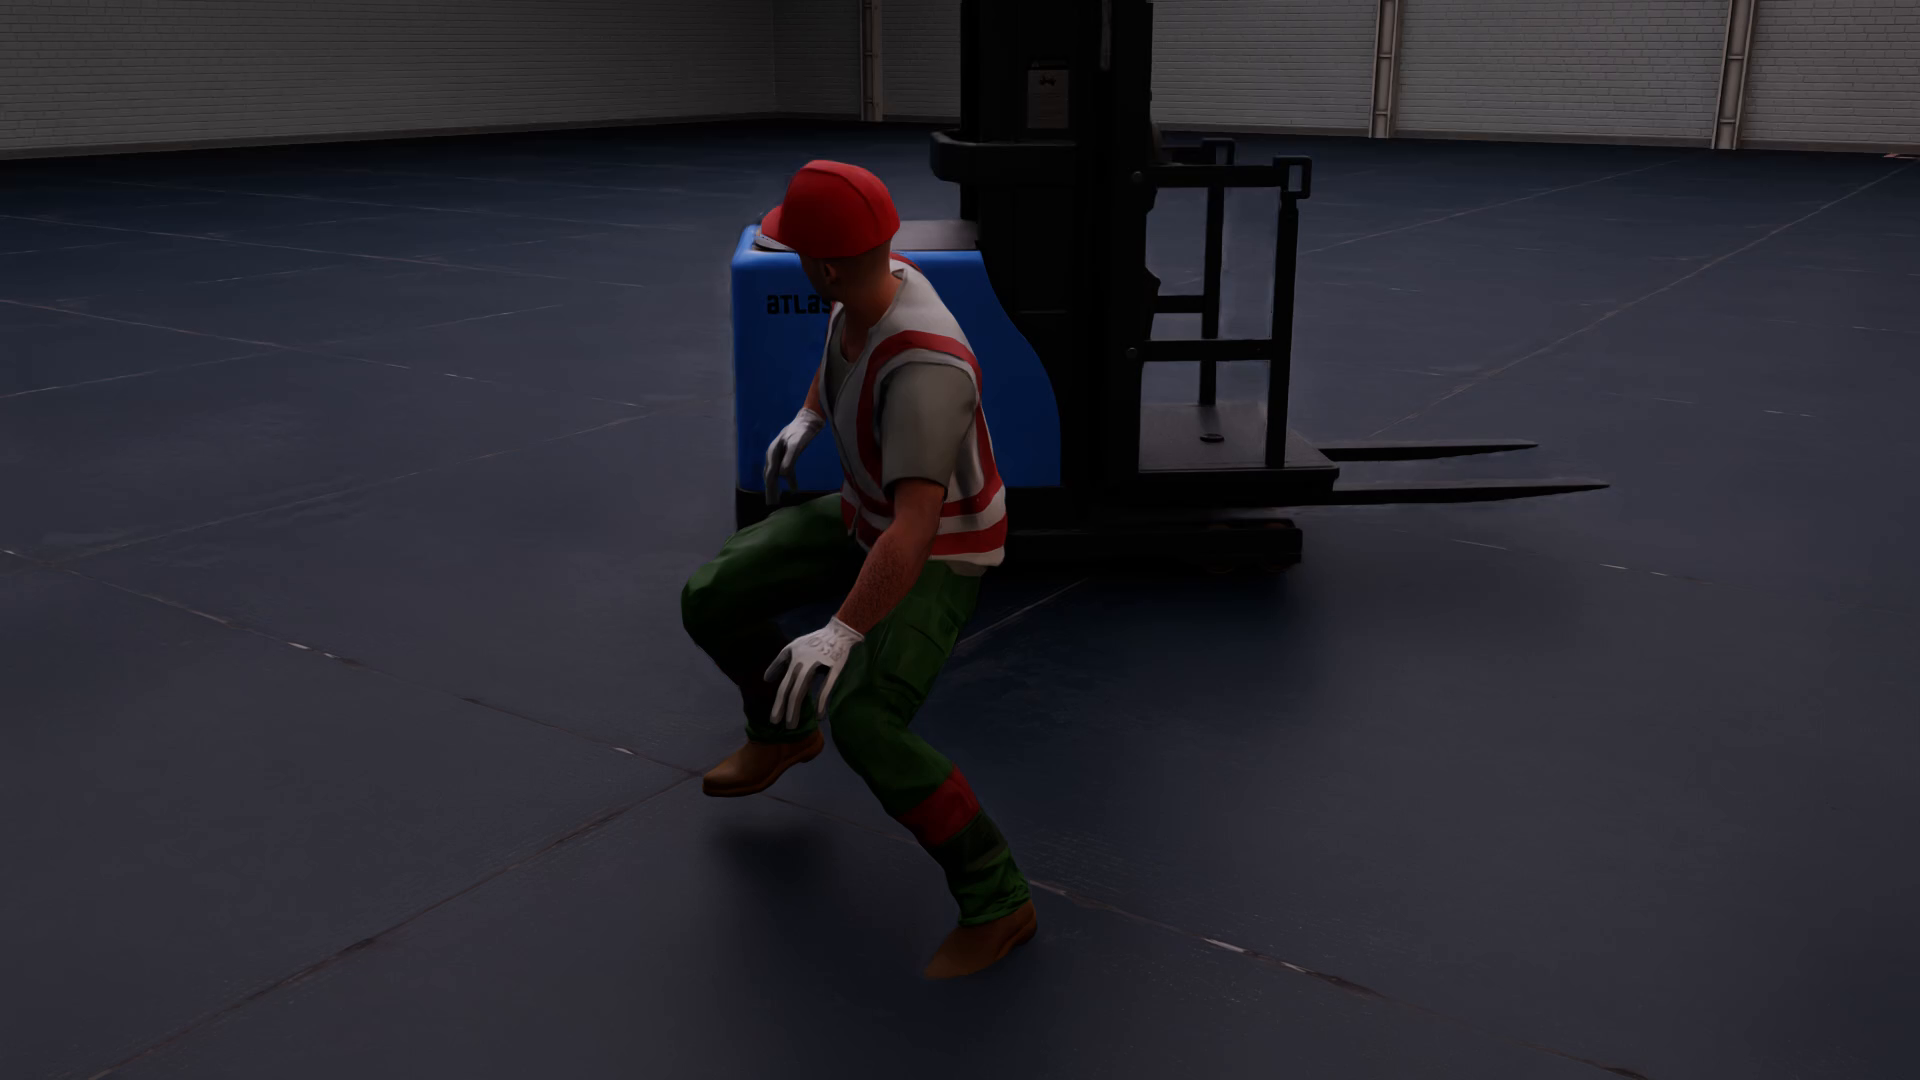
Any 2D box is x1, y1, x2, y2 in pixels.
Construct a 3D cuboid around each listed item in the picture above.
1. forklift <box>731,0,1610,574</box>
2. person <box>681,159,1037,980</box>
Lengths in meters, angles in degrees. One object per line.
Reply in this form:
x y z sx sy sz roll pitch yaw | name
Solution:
0.737 -1.440 5.648 3.031 2.935 1.130 -1 17 -5 | forklift
-0.205 0.026 3.319 0.709 1.545 0.887 -10 19 -29 | person
